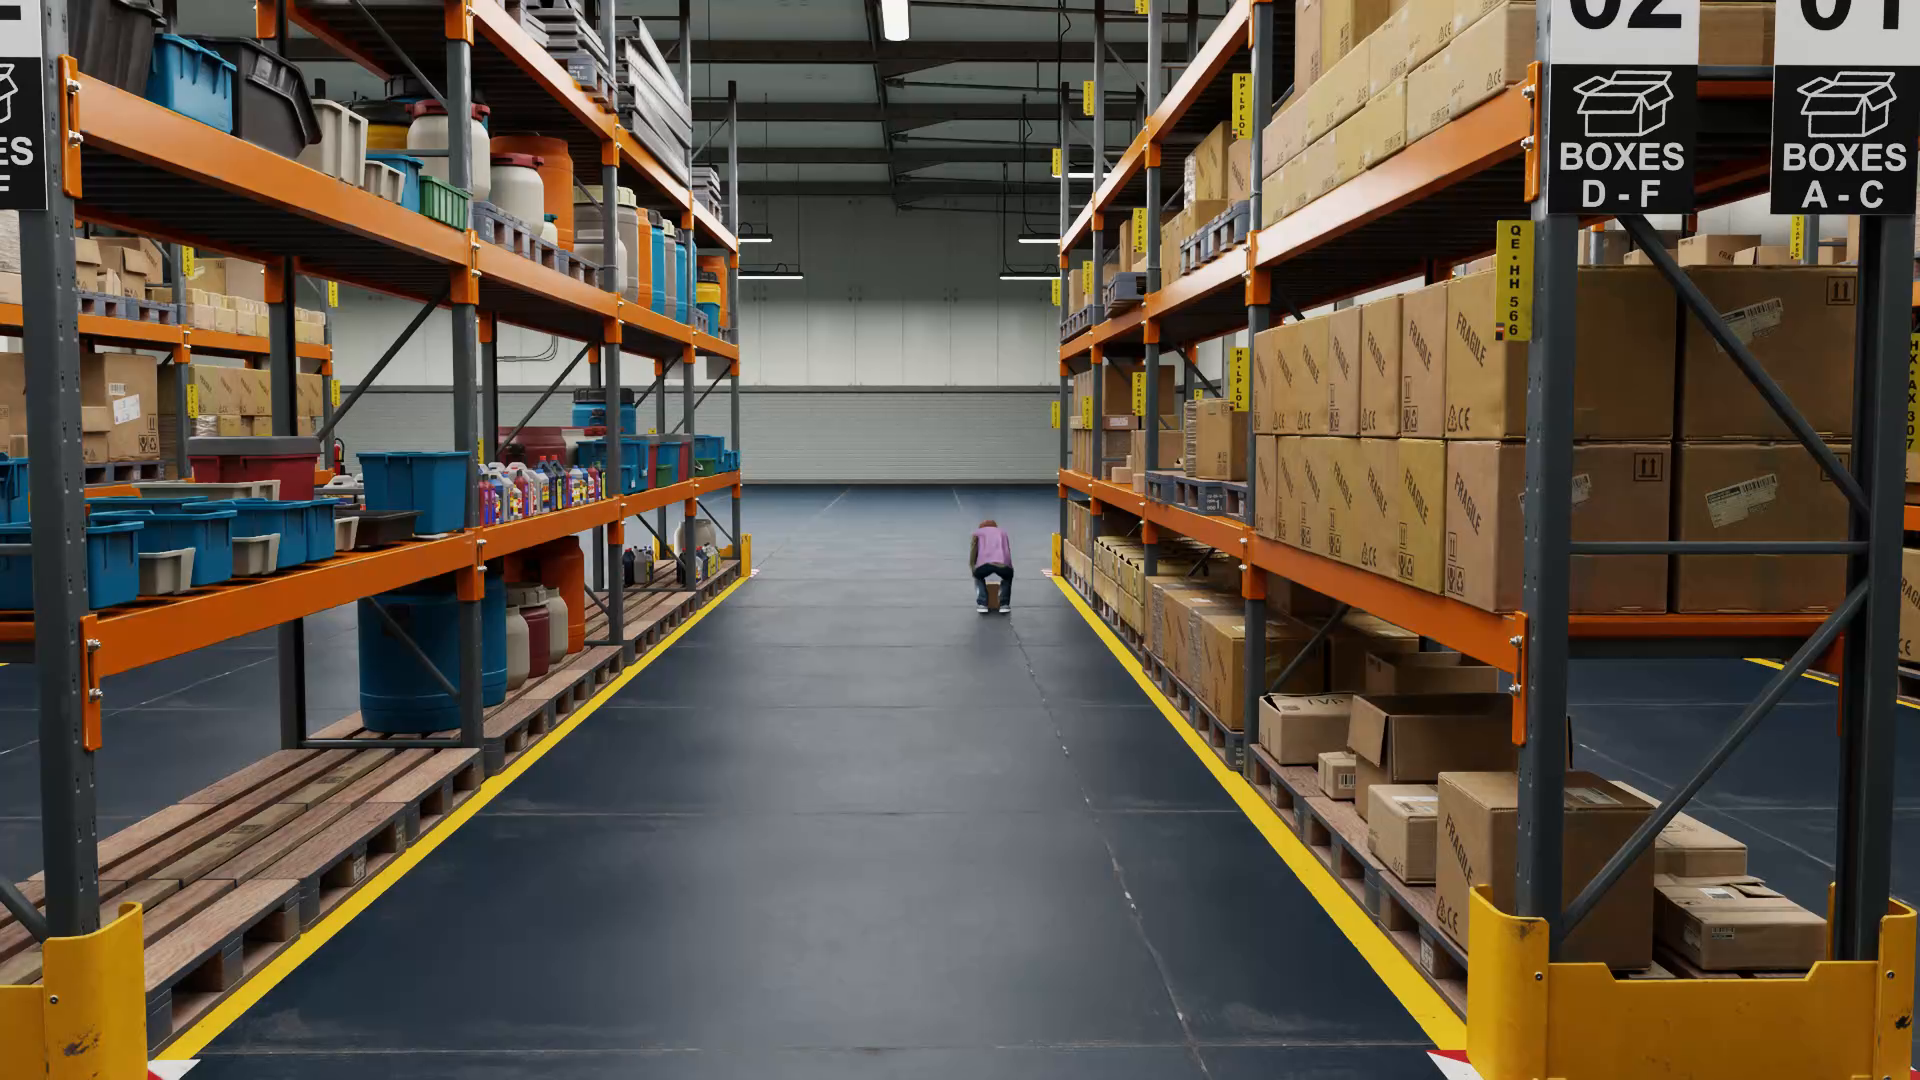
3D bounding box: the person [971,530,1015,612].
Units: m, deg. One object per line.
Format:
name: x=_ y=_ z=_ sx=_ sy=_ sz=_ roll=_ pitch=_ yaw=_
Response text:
person: x=0.324 y=0.315 z=16.524 sx=0.438 sy=0.795 sz=0.811 roll=0 pitch=4 yaw=2
